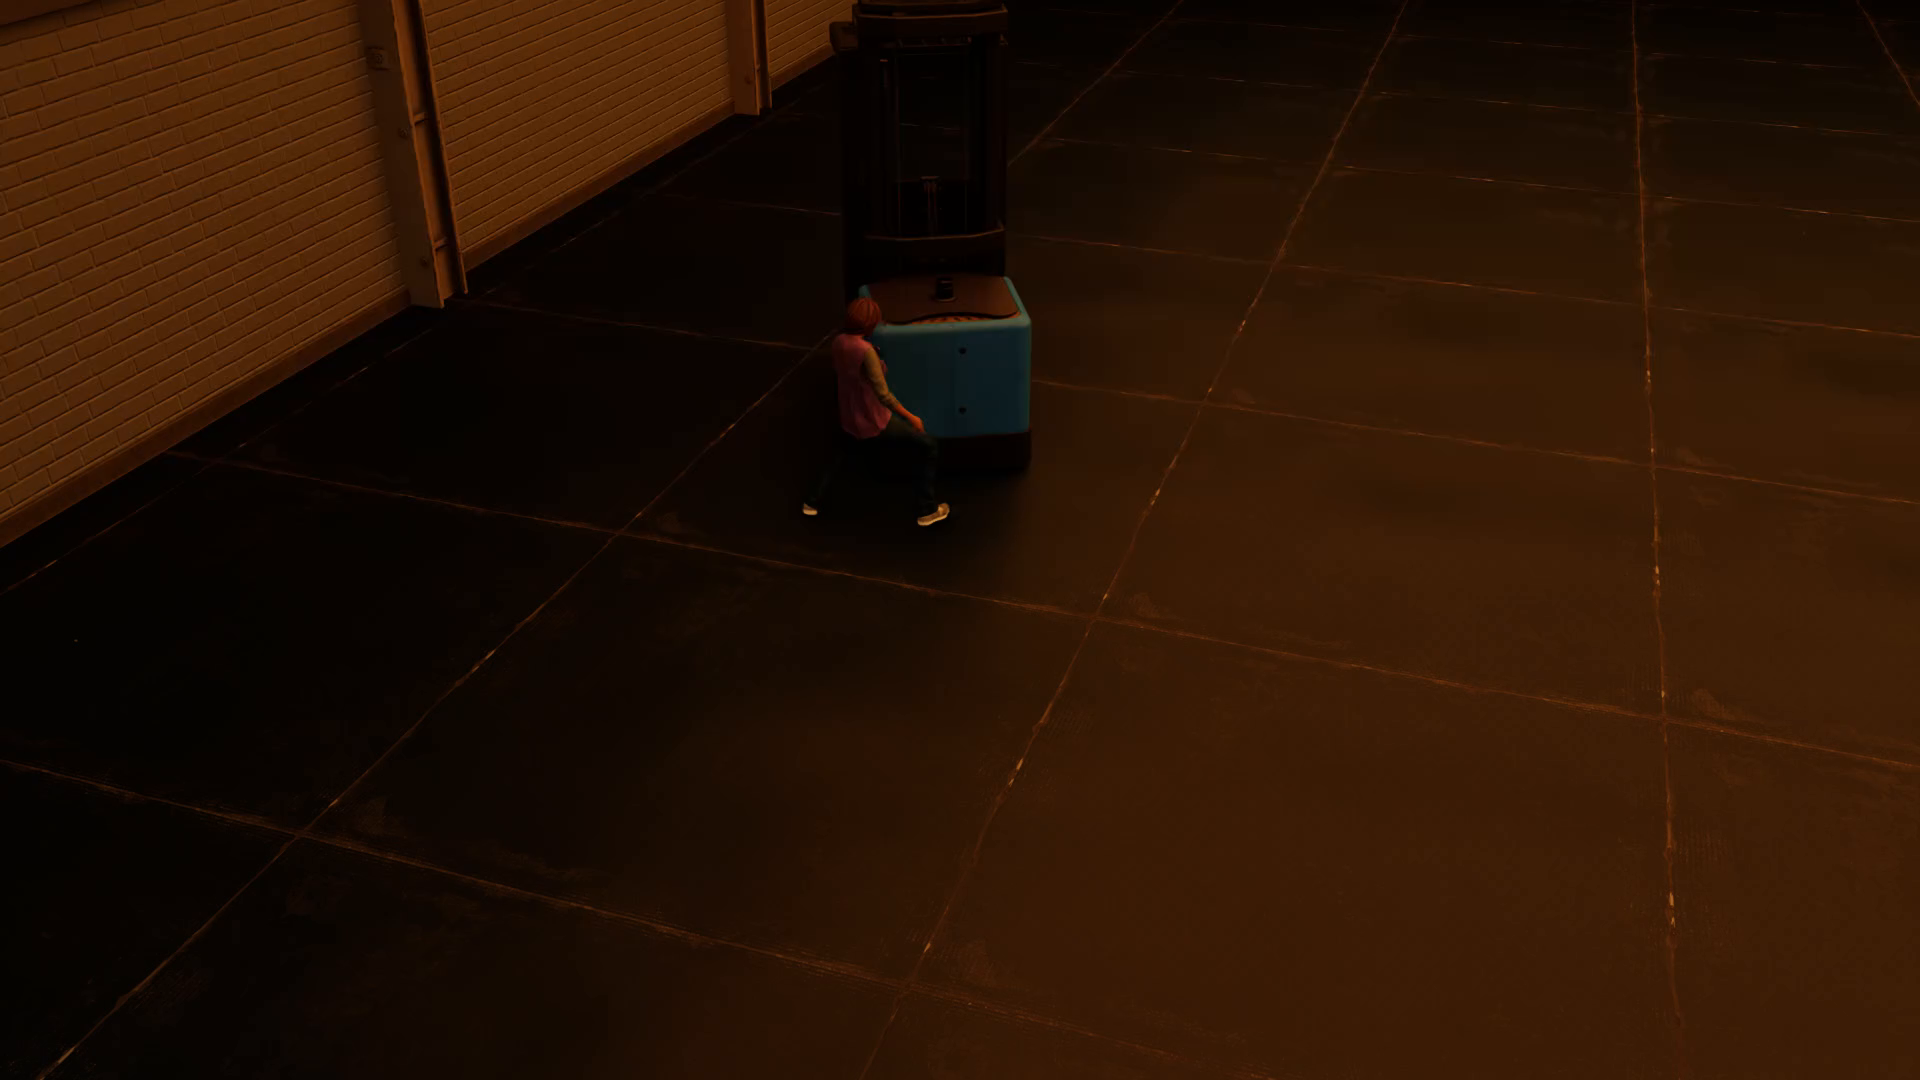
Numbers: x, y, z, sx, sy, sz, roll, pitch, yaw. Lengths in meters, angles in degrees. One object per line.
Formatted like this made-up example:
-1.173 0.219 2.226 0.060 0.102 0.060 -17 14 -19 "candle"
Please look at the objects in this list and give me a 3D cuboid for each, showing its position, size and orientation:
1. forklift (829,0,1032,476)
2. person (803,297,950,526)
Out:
-0.273 -2.397 11.341 1.130 2.935 3.031 -4 30 -8 "forklift"
-0.554 -0.775 10.041 0.731 1.461 0.848 -20 35 -31 "person"
